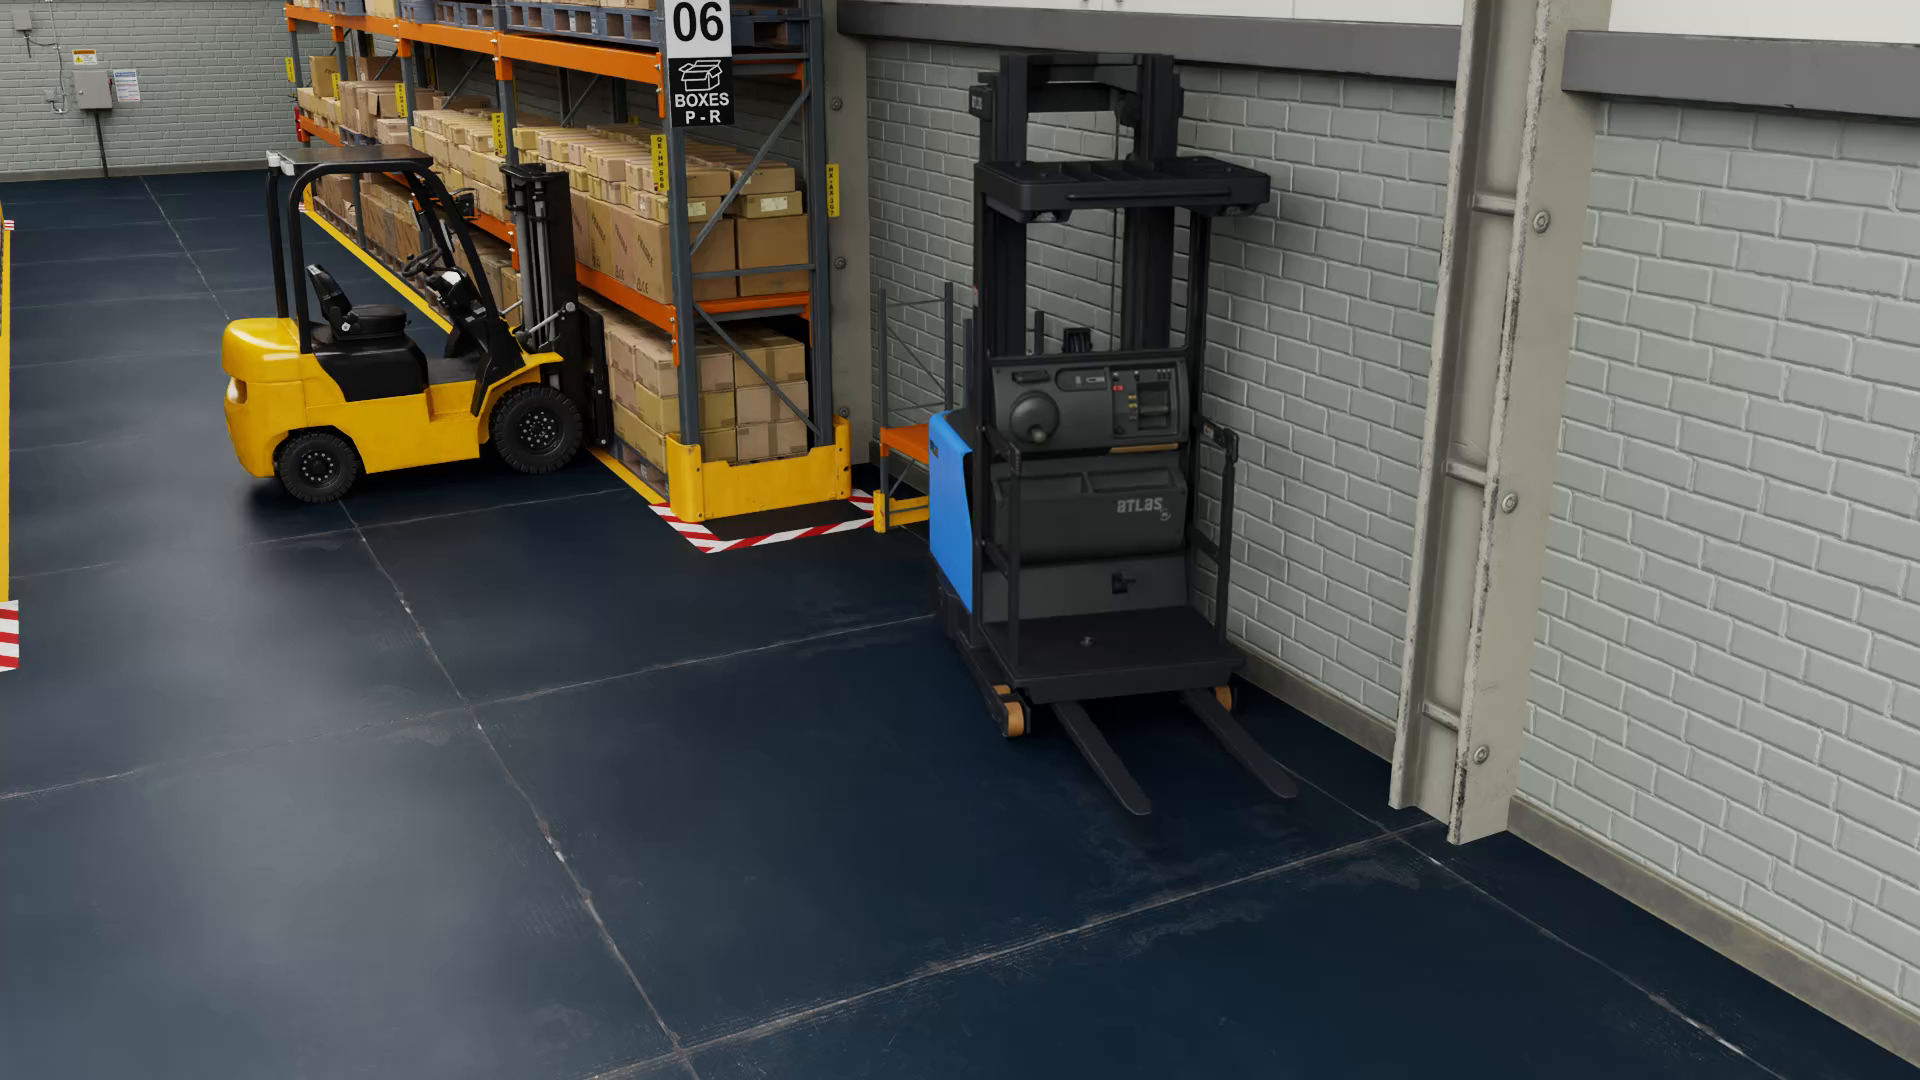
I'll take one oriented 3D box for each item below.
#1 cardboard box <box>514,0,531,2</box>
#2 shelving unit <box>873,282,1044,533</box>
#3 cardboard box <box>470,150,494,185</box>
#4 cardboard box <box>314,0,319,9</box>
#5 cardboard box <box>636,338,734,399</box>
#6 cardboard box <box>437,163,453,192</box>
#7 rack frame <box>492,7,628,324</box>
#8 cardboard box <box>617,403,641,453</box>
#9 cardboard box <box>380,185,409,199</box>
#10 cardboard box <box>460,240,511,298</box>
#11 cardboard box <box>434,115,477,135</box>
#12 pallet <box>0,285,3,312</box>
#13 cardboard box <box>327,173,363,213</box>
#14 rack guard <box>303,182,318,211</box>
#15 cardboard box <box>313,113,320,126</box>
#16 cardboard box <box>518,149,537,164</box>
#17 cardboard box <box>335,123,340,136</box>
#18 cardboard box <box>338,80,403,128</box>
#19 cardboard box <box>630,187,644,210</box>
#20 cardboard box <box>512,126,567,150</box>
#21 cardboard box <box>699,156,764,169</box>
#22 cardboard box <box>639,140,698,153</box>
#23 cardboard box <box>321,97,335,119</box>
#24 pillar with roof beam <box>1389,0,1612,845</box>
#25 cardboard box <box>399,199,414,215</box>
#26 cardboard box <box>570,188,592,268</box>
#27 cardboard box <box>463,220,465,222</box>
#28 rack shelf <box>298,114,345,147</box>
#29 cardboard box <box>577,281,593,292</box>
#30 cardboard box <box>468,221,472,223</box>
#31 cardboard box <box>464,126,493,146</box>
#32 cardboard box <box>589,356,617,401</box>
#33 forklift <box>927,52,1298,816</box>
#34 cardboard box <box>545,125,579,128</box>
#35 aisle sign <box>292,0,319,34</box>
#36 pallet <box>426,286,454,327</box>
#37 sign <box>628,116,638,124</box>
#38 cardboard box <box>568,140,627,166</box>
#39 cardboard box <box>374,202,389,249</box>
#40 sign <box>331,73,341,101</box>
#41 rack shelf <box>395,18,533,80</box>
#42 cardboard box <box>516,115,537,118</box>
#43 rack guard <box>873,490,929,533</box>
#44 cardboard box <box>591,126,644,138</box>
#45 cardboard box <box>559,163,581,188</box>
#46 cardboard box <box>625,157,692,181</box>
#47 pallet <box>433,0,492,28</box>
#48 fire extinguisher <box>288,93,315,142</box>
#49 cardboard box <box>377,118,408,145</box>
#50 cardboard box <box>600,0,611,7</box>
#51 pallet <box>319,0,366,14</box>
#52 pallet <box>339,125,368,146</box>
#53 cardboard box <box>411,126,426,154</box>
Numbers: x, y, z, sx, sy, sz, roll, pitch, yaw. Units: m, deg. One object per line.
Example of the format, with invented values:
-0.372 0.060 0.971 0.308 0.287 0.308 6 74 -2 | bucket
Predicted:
-3.017 -4.160 12.330 0.500 0.311 0.500 -9 21 -26 | cardboard box
-0.017 -0.670 9.774 0.587 1.500 1.083 -11 22 -28 | shelving unit
-3.907 -3.228 14.352 0.500 0.250 0.500 -11 22 -28 | cardboard box
-8.000 -6.841 21.145 0.380 0.149 0.250 -10 21 -26 | cardboard box
-1.792 -1.122 10.823 0.500 0.250 0.500 -9 21 -25 | cardboard box
-4.616 -3.435 15.718 0.500 0.250 0.500 -11 22 -28 | cardboard box
-3.198 -2.815 13.691 1.000 3.000 0.127 -10 21 -27 | rack frame
-2.027 -0.796 11.410 0.500 0.250 0.500 -10 21 -27 | cardboard box
-6.587 -4.075 19.536 0.380 0.149 0.250 -10 22 -28 | cardboard box
-4.176 -2.478 15.712 0.875 0.625 0.625 -11 22 -29 | cardboard box
-4.797 -3.961 15.863 0.380 0.149 0.250 -10 21 -26 | cardboard box
-10.347 -2.463 16.945 1.003 0.211 1.213 -10 21 -27 | pallet
-8.154 -4.668 22.248 0.500 0.500 0.500 -10 21 -26 | cardboard box
-8.860 -5.056 24.018 1.175 0.500 0.348 -10 21 -27 | rack guard
-8.414 -5.627 22.224 0.380 0.149 0.250 -11 22 -28 | cardboard box
-3.278 -3.037 13.185 0.380 0.149 0.250 -10 22 -28 | cardboard box
-7.658 -5.187 20.951 0.380 0.149 0.250 -9 21 -25 | cardboard box
-6.964 -5.184 19.758 0.700 0.500 0.500 -9 21 -25 | cardboard box
-1.926 -2.229 10.846 0.380 0.149 0.250 -10 21 -26 | cardboard box
-3.308 -3.172 13.122 0.380 0.149 0.250 -10 21 -26 | cardboard box
-1.502 -2.445 11.014 0.380 0.149 0.250 -10 21 -26 | cardboard box
-2.108 -2.814 12.085 0.380 0.149 0.250 -9 21 -25 | cardboard box
-7.929 -5.576 21.467 0.500 0.250 0.500 -10 21 -27 | cardboard box
-1.775 -2.453 3.444 9.100 9.000 0.400 -10 21 -27 | pillar with roof beam
-6.002 -3.700 18.448 0.380 0.149 0.250 -10 22 -27 | cardboard box
-2.493 -2.255 11.913 0.500 0.500 0.500 -10 21 -26 | cardboard box
-5.266 -3.288 18.251 0.500 0.500 0.500 -10 21 -26 | cardboard box
-7.947 -5.346 22.127 1.077 0.370 4.000 -10 21 -27 | rack shelf
-3.010 -1.850 12.934 0.500 0.250 0.500 -10 21 -27 | cardboard box
-5.071 -3.485 17.826 0.380 0.149 0.250 -9 21 -24 | cardboard box
-4.188 -3.595 14.803 0.380 0.149 0.250 -10 21 -26 | cardboard box
-2.297 -1.184 11.768 0.500 0.250 0.500 -11 22 -28 | cardboard box
0.656 -0.625 7.449 1.130 2.935 3.031 -4 20 -13 | forklift
-3.610 -3.605 14.834 0.380 0.149 0.250 -10 21 -27 | cardboard box
-9.187 -7.463 23.175 0.394 0.787 0.004 -10 21 -27 | aisle sign
-4.741 -2.403 16.771 1.003 0.211 1.213 -10 21 -27 | pallet
-2.710 -3.348 13.787 0.100 0.325 0.005 -10 21 -27 | sign
-2.626 -2.814 12.085 0.380 0.149 0.250 -10 21 -27 | cardboard box
-6.470 -3.659 19.326 0.500 0.500 0.500 -11 22 -28 | cardboard box
-7.471 -5.434 19.955 0.100 0.325 0.005 -10 21 -27 | sign
-4.148 -4.467 14.983 1.077 0.370 4.000 -10 21 -27 | rack shelf
-4.239 -3.967 15.881 0.380 0.149 0.250 -10 21 -27 | cardboard box
-0.266 -0.220 10.386 0.587 0.250 0.087 -11 22 -28 | rack guard
-2.698 -3.186 13.163 0.380 0.149 0.250 -11 22 -28 | cardboard box
-2.696 -2.665 12.107 0.380 0.149 0.250 -11 22 -28 | cardboard box
-1.999 -2.451 11.033 0.380 0.149 0.250 -10 21 -26 | cardboard box
-4.163 -4.790 15.106 1.003 0.211 1.213 -9 21 -24 | pallet
-9.373 -6.018 23.662 0.296 0.674 0.183 -10 21 -27 | fire extinguisher
-5.883 -4.344 17.707 0.500 0.250 0.500 -11 22 -29 | cardboard box
-2.080 -3.531 10.575 0.396 0.266 0.258 -10 21 -27 | cardboard box
-6.749 -6.243 19.313 1.213 0.211 1.003 -10 21 -27 | pallet
-6.713 -4.774 19.664 1.003 0.211 1.213 -10 21 -27 | pallet
-5.124 -3.960 16.471 0.500 0.250 0.500 -10 21 -27 | cardboard box
